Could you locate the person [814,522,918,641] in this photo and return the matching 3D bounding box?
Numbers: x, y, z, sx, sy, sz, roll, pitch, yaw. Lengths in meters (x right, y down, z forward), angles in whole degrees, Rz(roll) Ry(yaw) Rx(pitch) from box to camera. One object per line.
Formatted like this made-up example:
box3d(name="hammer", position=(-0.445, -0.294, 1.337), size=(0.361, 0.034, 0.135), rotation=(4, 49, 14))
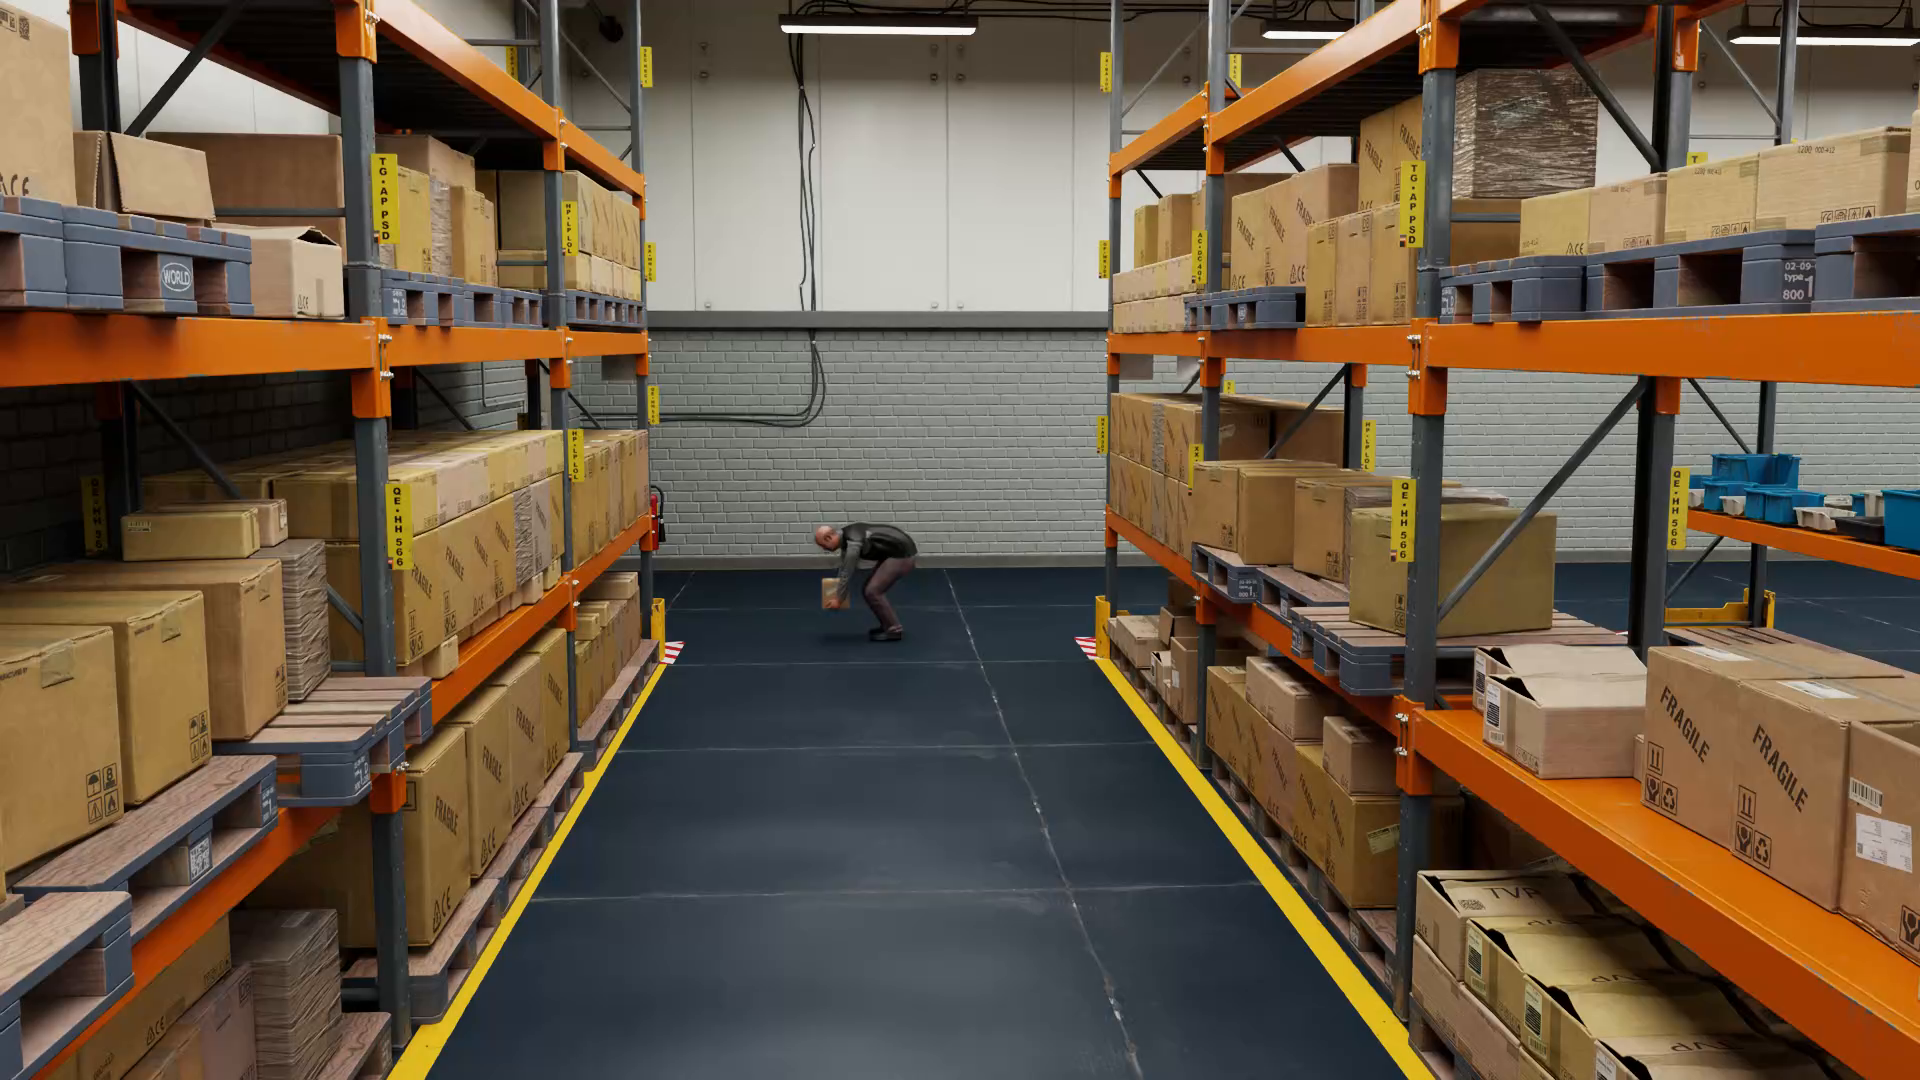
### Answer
box3d(name="person", position=(-0.869, 0.378, 15.397), size=(0.949, 1.078, 0.502), rotation=(-1, 7, -7))
